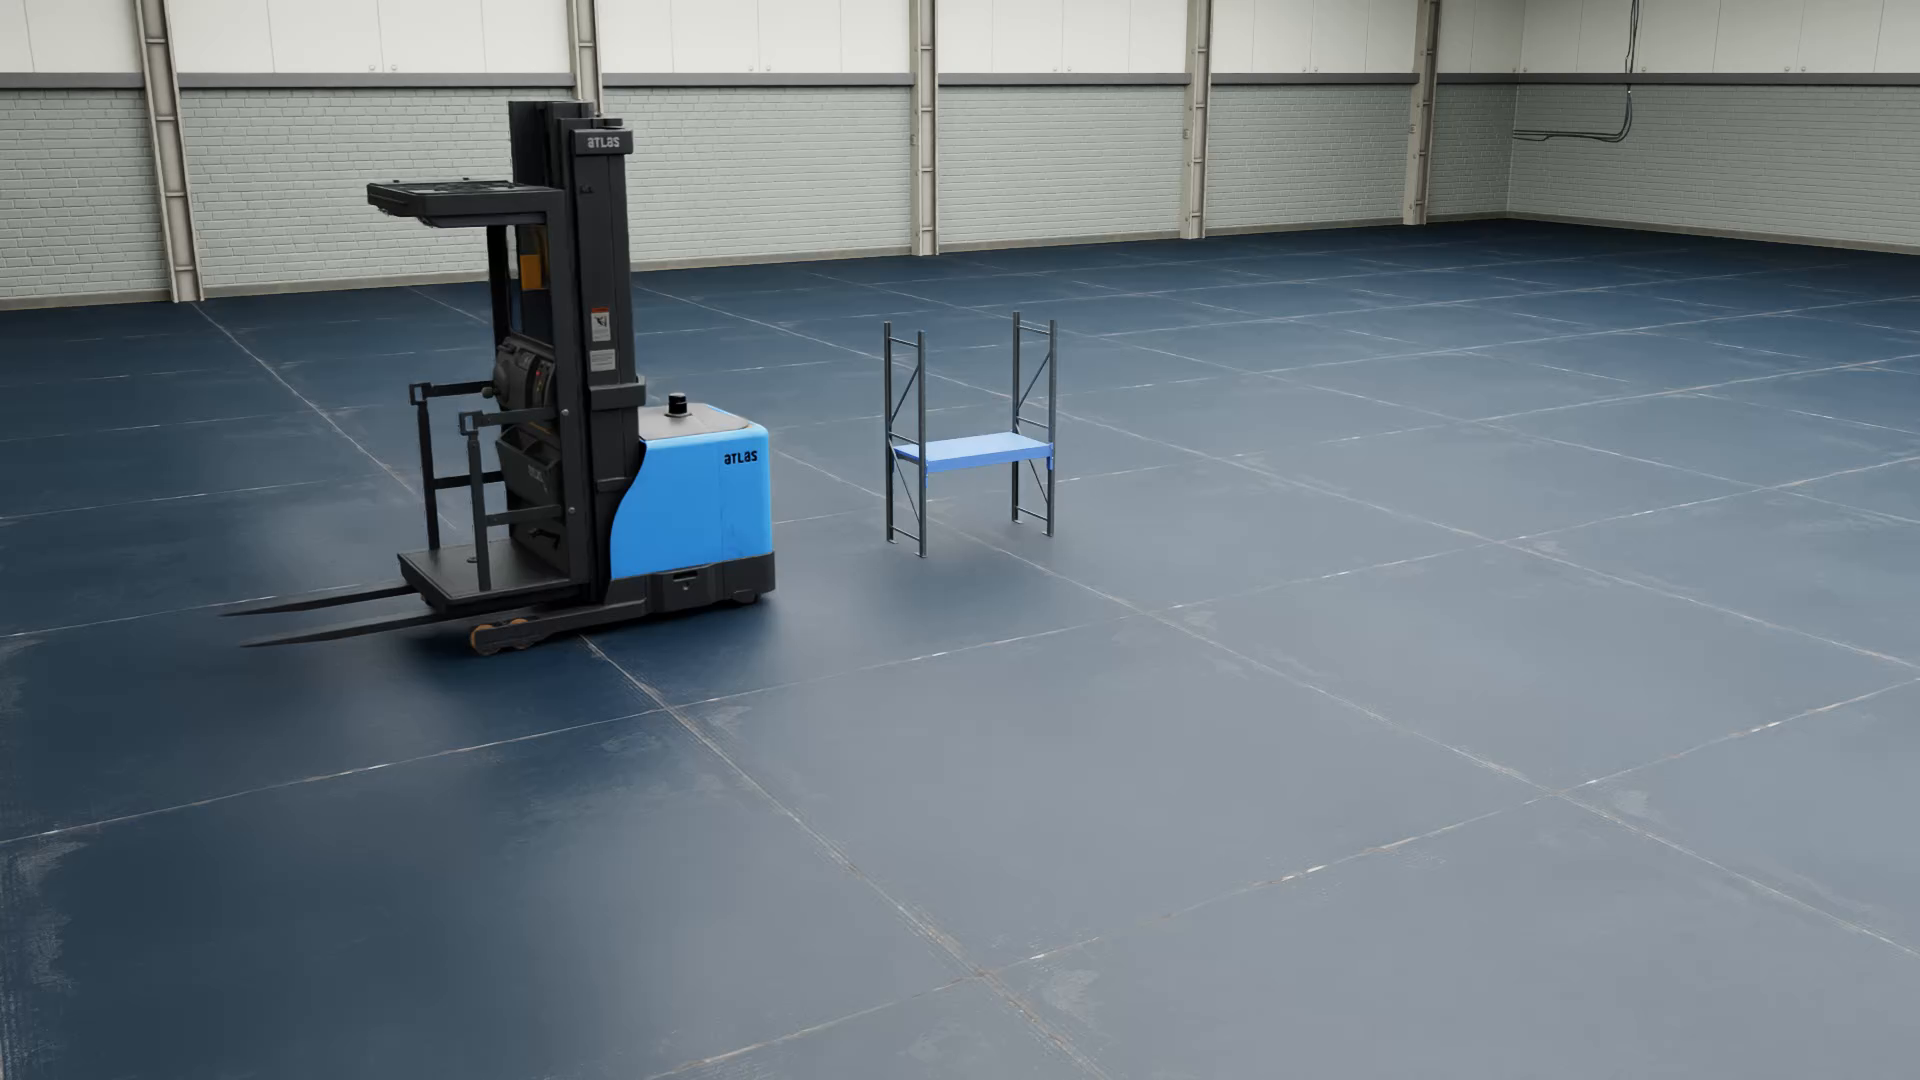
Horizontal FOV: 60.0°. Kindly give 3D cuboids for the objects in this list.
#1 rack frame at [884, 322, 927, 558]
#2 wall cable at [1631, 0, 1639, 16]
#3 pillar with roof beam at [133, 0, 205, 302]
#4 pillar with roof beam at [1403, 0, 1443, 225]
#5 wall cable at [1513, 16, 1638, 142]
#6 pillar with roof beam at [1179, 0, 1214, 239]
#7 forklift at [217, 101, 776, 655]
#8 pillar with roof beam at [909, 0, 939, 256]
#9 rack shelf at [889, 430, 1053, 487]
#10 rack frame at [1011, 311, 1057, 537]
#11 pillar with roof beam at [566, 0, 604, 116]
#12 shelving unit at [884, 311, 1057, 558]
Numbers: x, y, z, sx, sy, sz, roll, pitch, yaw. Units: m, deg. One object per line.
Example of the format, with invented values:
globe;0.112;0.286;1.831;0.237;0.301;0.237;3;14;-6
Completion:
rack frame;-0.363;-0.663;10.998;0.032;1.500;0.500;-9;18;-30
wall cable;14.263;-11.471;32.054;0.112;2.526;3.097;-9;18;-30
pillar with roof beam;-8.692;-6.724;18.725;0.400;9.000;9.100;-9;18;-30
pillar with roof beam;11.881;-10.060;30.627;0.400;9.000;9.100;-9;18;-30
wall cable;12.870;-9.665;34.968;0.112;2.526;3.097;-9;18;-30
pillar with roof beam;6.738;-9.226;27.651;0.400;9.000;9.100;-9;18;-30
forklift;-2.638;-0.940;9.332;3.031;2.935;1.130;-10;18;-31
pillar with roof beam;1.595;-8.392;24.676;0.400;9.000;9.100;-9;18;-30
rack shelf;0.073;-0.561;11.298;1.000;0.185;0.538;-9;18;-30
rack frame;0.509;-0.805;11.502;0.032;1.500;0.500;-9;18;-30
pillar with roof beam;-3.549;-7.558;21.701;0.400;9.000;9.100;-9;18;-30
shelving unit;0.073;-0.734;11.250;1.048;1.500;0.538;-9;18;-30
